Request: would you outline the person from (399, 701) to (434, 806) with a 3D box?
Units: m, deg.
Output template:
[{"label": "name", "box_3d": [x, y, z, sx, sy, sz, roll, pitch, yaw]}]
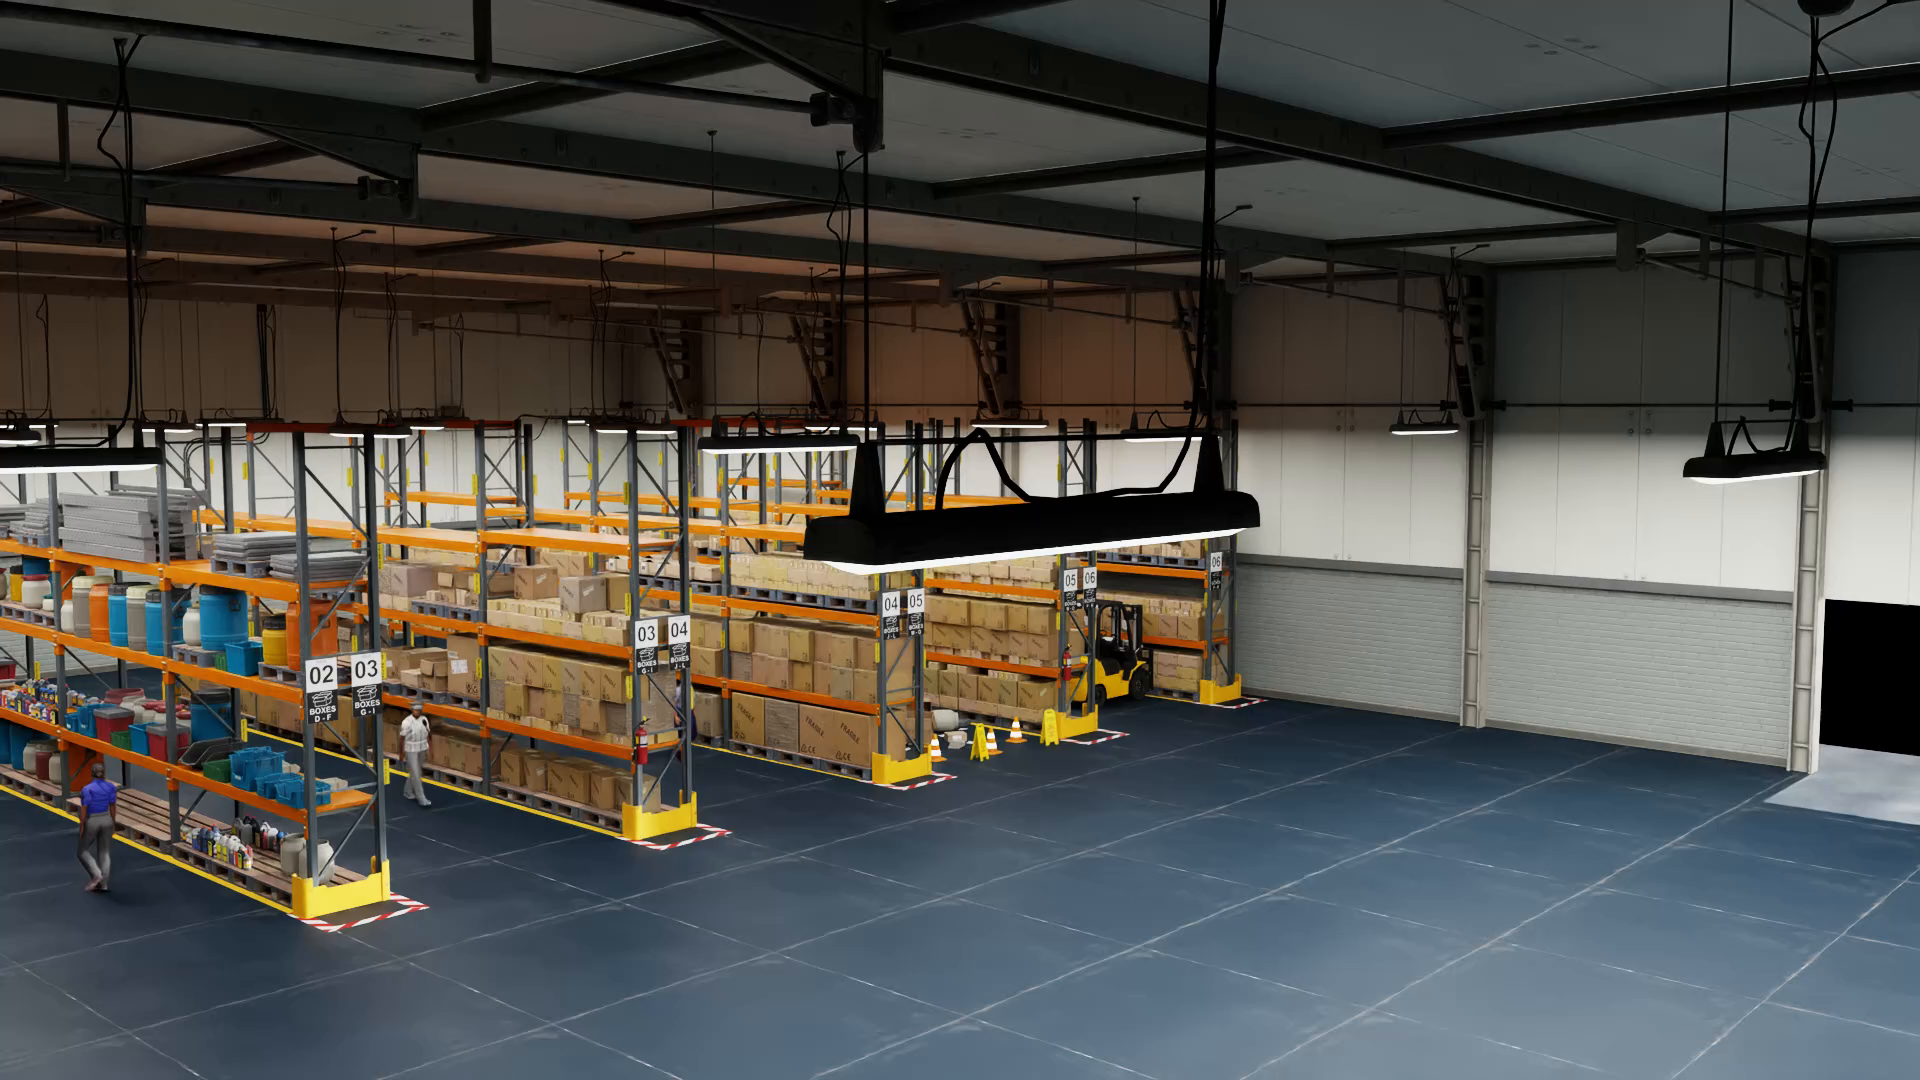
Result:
[{"label": "person", "box_3d": [-8.568, 3.346, 26.329, 0.972, 1.619, 0.467, 3, 6, 34]}]

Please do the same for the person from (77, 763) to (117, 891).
[{"label": "person", "box_3d": [-11.194, 3.730, 21.617, 0.449, 1.656, 0.491, 4, 6, 40]}]

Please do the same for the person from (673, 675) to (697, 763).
[{"label": "person", "box_3d": [-4.961, 3.119, 29.540, 0.557, 1.631, 0.571, 3, 6, 33]}]
